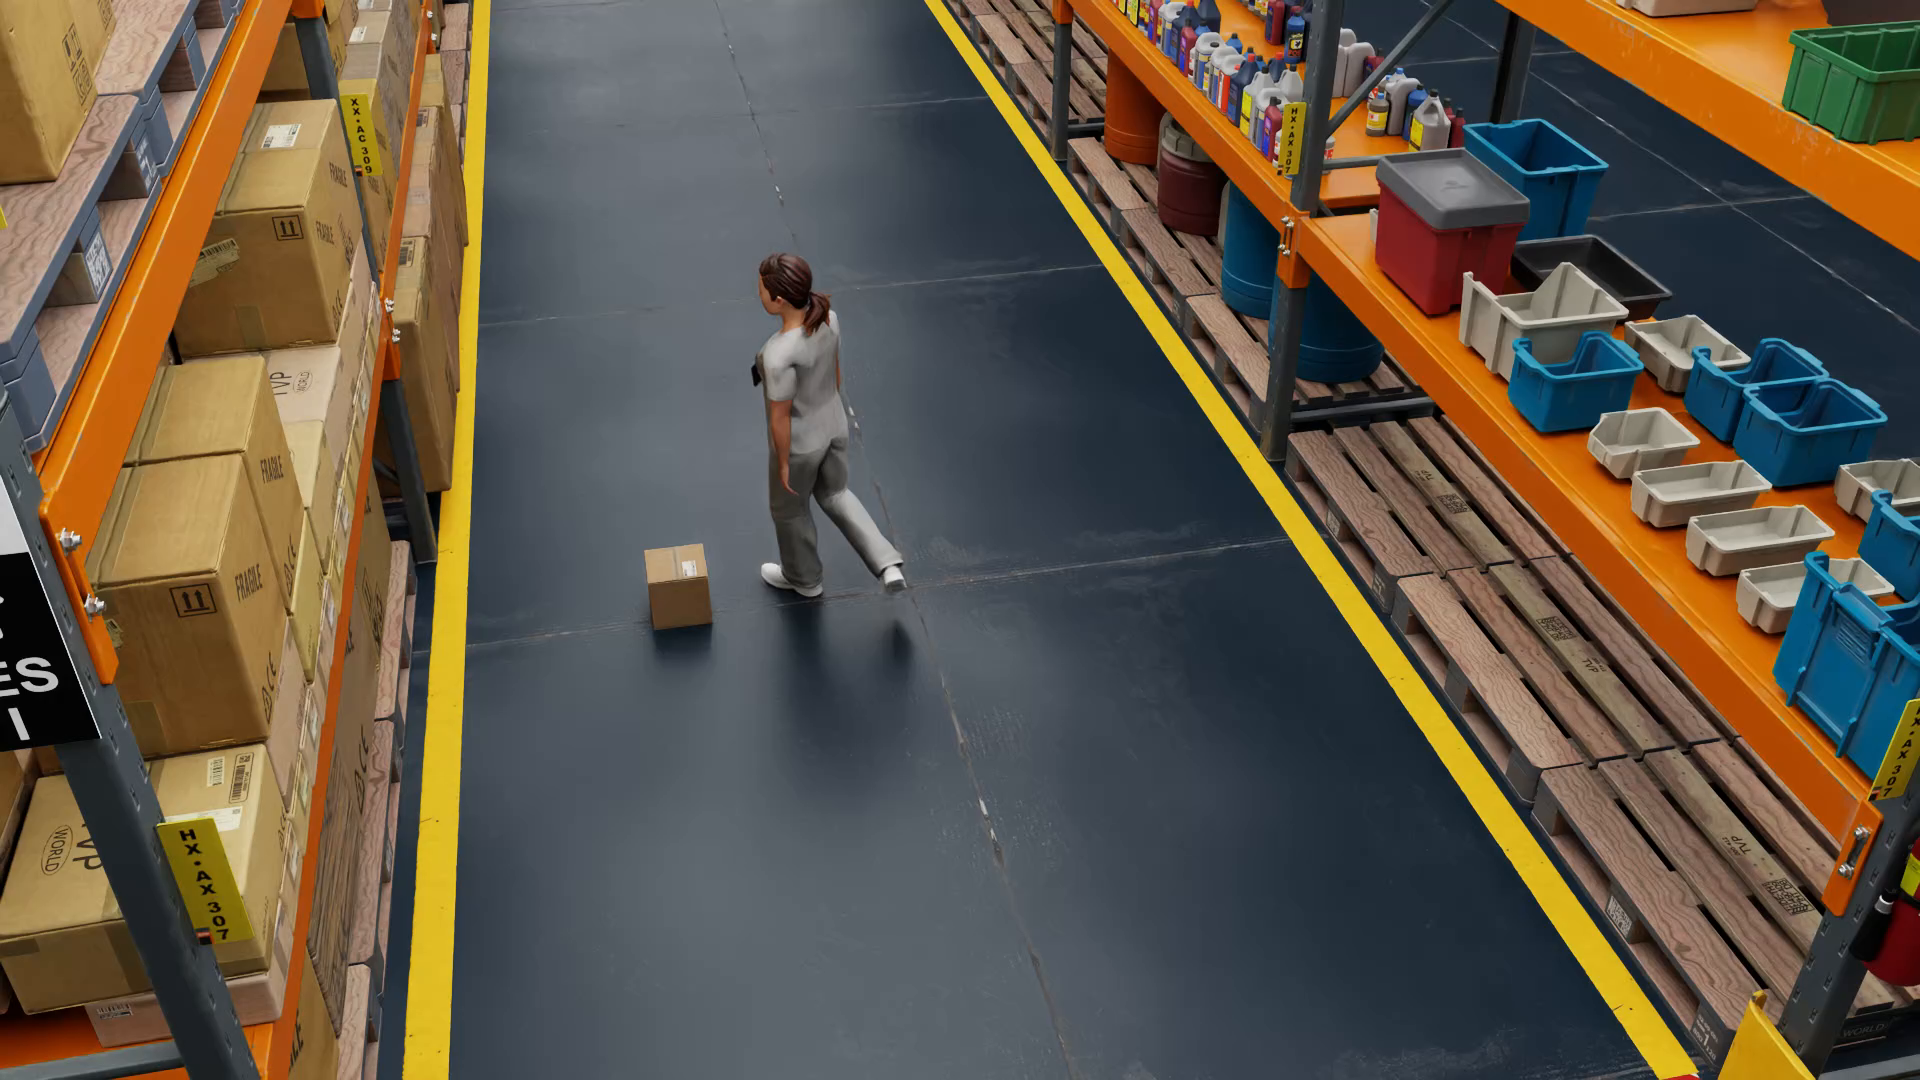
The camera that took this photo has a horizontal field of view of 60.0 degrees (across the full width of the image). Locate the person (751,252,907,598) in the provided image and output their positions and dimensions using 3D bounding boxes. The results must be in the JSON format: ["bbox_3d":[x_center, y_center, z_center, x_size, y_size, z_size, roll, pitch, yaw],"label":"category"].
[{"bbox_3d":[-0.571,-0.397,6.709,0.767,1.661,0.513,21,40,28],"label":"person"}]
